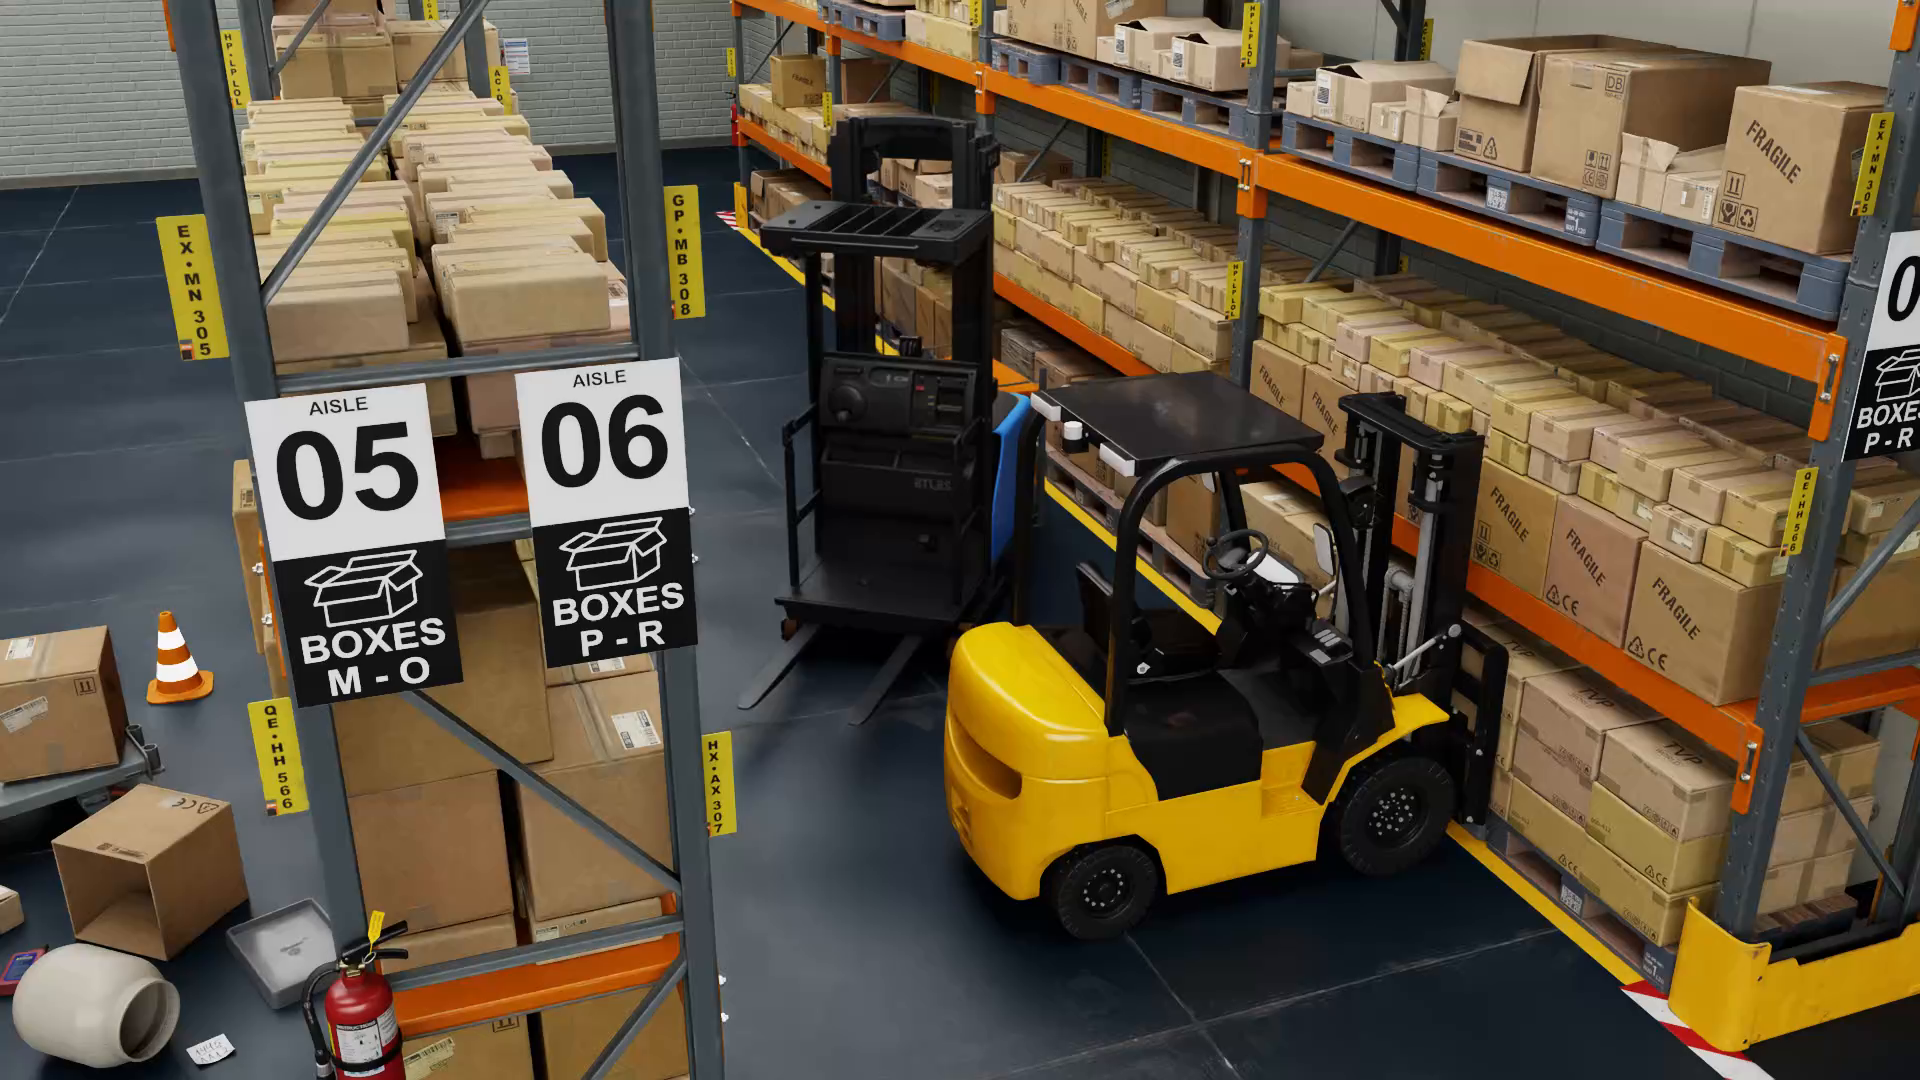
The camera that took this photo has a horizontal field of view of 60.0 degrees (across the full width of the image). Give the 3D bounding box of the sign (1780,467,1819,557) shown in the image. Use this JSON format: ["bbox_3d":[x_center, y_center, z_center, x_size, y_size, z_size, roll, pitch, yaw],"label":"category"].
[{"bbox_3d":[2.941,-0.097,5.823,0.100,0.325,0.005,-8,24,-19],"label":"sign"}]

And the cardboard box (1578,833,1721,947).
[{"bbox_3d":[2.992,1.422,7.013,0.500,0.250,0.500,-8,24,-19],"label":"cardboard box"}]

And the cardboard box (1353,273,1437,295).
[{"bbox_3d":[2.436,-1.385,9.327,0.380,0.149,0.250,-8,24,-19],"label":"cardboard box"}]

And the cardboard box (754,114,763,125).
[{"bbox_3d":[-2.206,-4.979,19.524,0.380,0.149,0.250,-8,24,-18],"label":"cardboard box"}]

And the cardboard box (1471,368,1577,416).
[{"bbox_3d":[2.582,-0.664,7.616,0.380,0.149,0.250,-8,24,-18],"label":"cardboard box"}]

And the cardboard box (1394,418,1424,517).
[{"bbox_3d":[2.332,-0.456,8.340,0.500,0.500,0.500,-9,24,-20],"label":"cardboard box"}]

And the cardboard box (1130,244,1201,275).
[{"bbox_3d":[1.316,-1.785,10.658,0.380,0.149,0.250,-9,24,-20],"label":"cardboard box"}]

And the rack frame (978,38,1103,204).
[{"bbox_3d":[0.627,-2.431,13.155,1.000,3.000,0.127,-8,24,-19],"label":"rack frame"}]

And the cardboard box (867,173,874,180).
[{"bbox_3d":[-0.654,-3.458,15.225,0.396,0.266,0.258,-7,24,-16],"label":"cardboard box"}]

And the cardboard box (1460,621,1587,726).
[{"bbox_3d":[2.625,0.598,7.682,0.500,0.250,0.500,-8,24,-18],"label":"cardboard box"}]

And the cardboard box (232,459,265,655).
[{"bbox_3d":[-2.022,0.003,5.582,0.700,0.500,0.500,-9,24,-20],"label":"cardboard box"}]

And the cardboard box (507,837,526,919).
[{"bbox_3d":[-1.218,1.033,5.261,0.380,0.149,0.250,-8,24,-18],"label":"cardboard box"}]

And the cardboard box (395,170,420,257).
[{"bbox_3d":[-1.848,-1.251,6.304,0.500,0.250,0.500,-9,24,-20],"label":"cardboard box"}]

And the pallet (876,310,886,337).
[{"bbox_3d":[-0.463,-2.309,16.456,1.003,0.211,1.213,-8,24,-19],"label":"pallet"}]

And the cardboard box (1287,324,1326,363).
[{"bbox_3d":[2.000,-1.076,8.978,0.380,0.149,0.250,-8,24,-18],"label":"cardboard box"}]

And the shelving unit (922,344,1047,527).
[{"bbox_3d":[0.132,-0.764,11.614,0.538,1.125,1.048,-10,25,-23],"label":"shelving unit"}]

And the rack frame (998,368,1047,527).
[{"bbox_3d":[0.348,-0.585,11.190,0.500,1.125,0.032,-10,25,-23],"label":"rack frame"}]

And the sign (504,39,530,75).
[{"bbox_3d":[-6.449,-7.035,24.202,0.329,0.494,0.001,-8,24,-19],"label":"sign"}]

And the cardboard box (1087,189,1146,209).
[{"bbox_3d":[1.163,-2.503,12.363,0.380,0.149,0.250,-8,24,-19],"label":"cardboard box"}]

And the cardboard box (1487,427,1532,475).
[{"bbox_3d":[2.593,-0.419,7.419,0.380,0.149,0.250,-8,24,-19],"label":"cardboard box"}]

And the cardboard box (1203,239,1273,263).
[{"bbox_3d":[1.810,-1.859,10.834,0.380,0.149,0.250,-8,24,-19],"label":"cardboard box"}]

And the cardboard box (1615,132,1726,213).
[{"bbox_3d":[2.787,-1.435,6.435,0.396,0.266,0.258,-8,24,-19],"label":"cardboard box"}]

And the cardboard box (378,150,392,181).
[{"bbox_3d":[-2.512,-1.362,6.566,0.500,0.250,0.500,-9,24,-19],"label":"cardboard box"}]

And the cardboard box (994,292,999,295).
[{"bbox_3d":[0.503,-2.183,14.410,0.380,0.149,0.250,-8,24,-18],"label":"cardboard box"}]

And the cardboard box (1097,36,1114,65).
[{"bbox_3d":[1.095,-3.121,10.586,0.380,0.149,0.250,-9,24,-20],"label":"cardboard box"}]

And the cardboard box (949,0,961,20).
[{"bbox_3d":[0.135,-4.219,13.216,0.380,0.149,0.250,-8,24,-18],"label":"cardboard box"}]

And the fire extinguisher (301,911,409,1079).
[{"bbox_3d":[-1.580,1.299,4.406,0.296,0.674,0.183,-8,24,-19],"label":"fire extinguisher"}]

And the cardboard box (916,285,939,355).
[{"bbox_3d":[-0.078,-1.970,14.739,0.500,0.500,0.500,-7,24,-17],"label":"cardboard box"}]

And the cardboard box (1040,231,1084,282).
[{"bbox_3d":[0.899,-2.022,11.736,0.500,0.250,0.500,-9,24,-20],"label":"cardboard box"}]

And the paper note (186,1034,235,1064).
[{"bbox_3d":[-2.925,1.988,6.494,0.142,0.019,0.148,-18,29,-37],"label":"paper note"}]

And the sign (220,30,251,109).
[{"bbox_3d":[-3.120,-2.019,7.144,0.100,0.325,0.005,-8,24,-19],"label":"sign"}]

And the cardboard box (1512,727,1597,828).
[{"bbox_3d":[2.822,1.002,7.367,0.500,0.250,0.500,-9,24,-20],"label":"cardboard box"}]

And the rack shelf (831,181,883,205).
[{"bbox_3d":[-0.079,-2.826,15.019,1.077,0.370,4.000,-8,24,-19],"label":"rack shelf"}]

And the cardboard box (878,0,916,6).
[{"bbox_3d":[-0.485,-4.672,14.265,0.380,0.149,0.250,-8,24,-18],"label":"cardboard box"}]

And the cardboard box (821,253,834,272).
[{"bbox_3d":[-1.257,-2.926,17.460,0.380,0.149,0.250,-9,25,-21],"label":"cardboard box"}]

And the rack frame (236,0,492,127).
[{"bbox_3d":[-2.602,-3.059,6.922,1.000,3.000,0.127,-8,24,-19],"label":"rack frame"}]

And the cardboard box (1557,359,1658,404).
[{"bbox_3d":[3.015,-0.723,7.757,0.380,0.149,0.250,-8,24,-19],"label":"cardboard box"}]

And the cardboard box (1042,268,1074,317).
[{"bbox_3d":[0.917,-1.797,11.845,0.500,0.250,0.500,-9,25,-21],"label":"cardboard box"}]

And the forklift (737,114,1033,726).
[{"bbox_3d":[-0.418,-0.805,9.387,1.130,2.935,3.031,6,24,15],"label":"forklift"}]

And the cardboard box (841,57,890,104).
[{"bbox_3d":[-1.063,-4.875,17.799,0.500,0.500,0.500,-9,24,-20],"label":"cardboard box"}]

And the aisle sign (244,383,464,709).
[{"bbox_3d":[-1.438,0.023,3.987,0.394,0.787,0.004,-8,24,-19],"label":"aisle sign"}]

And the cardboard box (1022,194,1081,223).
[{"bbox_3d":[0.675,-2.433,12.196,0.380,0.149,0.250,-8,24,-18],"label":"cardboard box"}]

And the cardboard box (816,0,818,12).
[{"bbox_3d":[-1.189,-5.241,16.283,0.380,0.149,0.250,-9,24,-19],"label":"cardboard box"}]

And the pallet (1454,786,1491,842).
[{"bbox_3d":[2.717,1.046,8.496,1.003,0.211,1.213,-8,24,-19],"label":"pallet"}]

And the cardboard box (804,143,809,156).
[{"bbox_3d":[-1.429,-4.131,17.513,0.380,0.149,0.250,-8,24,-18],"label":"cardboard box"}]

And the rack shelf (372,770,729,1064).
[{"bbox_3d":[-1.895,0.763,6.503,1.077,0.370,4.000,-8,24,-19],"label":"rack shelf"}]

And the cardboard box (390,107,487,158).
[{"bbox_3d":[-2.114,-1.653,6.744,0.380,0.149,0.250,-8,24,-18],"label":"cardboard box"}]

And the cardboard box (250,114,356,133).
[{"bbox_3d":[-2.592,-1.582,6.576,0.380,0.149,0.250,-9,25,-21],"label":"cardboard box"}]

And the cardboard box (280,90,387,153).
[{"bbox_3d":[-2.944,-1.994,7.909,0.500,0.250,0.500,-9,24,-20],"label":"cardboard box"}]

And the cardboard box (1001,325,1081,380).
[{"bbox_3d":[0.835,-1.301,12.993,0.875,0.625,0.625,-8,24,-17],"label":"cardboard box"}]

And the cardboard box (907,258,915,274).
[{"bbox_3d":[-0.265,-2.498,15.157,0.380,0.149,0.250,-8,24,-19],"label":"cardboard box"}]

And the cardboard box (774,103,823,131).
[{"bbox_3d":[-1.730,-4.654,18.240,0.500,0.250,0.500,-9,24,-20],"label":"cardboard box"}]

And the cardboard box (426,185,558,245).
[{"bbox_3d":[-1.454,-1.000,5.194,0.380,0.149,0.250,-8,24,-19],"label":"cardboard box"}]

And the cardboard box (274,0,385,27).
[{"bbox_3d":[-4.289,-3.488,11.128,0.797,0.503,0.637,-10,25,-22],"label":"cardboard box"}]

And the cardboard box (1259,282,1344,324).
[{"bbox_3d":[1.875,-1.303,9.132,0.380,0.149,0.250,-8,24,-18],"label":"cardboard box"}]

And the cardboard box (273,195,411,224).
[{"bbox_3d":[-1.868,-0.936,5.044,0.380,0.149,0.250,-8,24,-19],"label":"cardboard box"}]

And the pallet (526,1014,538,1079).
[{"bbox_3d":[-1.470,2.116,5.958,1.003,0.211,1.213,-8,24,-19],"label":"pallet"}]
